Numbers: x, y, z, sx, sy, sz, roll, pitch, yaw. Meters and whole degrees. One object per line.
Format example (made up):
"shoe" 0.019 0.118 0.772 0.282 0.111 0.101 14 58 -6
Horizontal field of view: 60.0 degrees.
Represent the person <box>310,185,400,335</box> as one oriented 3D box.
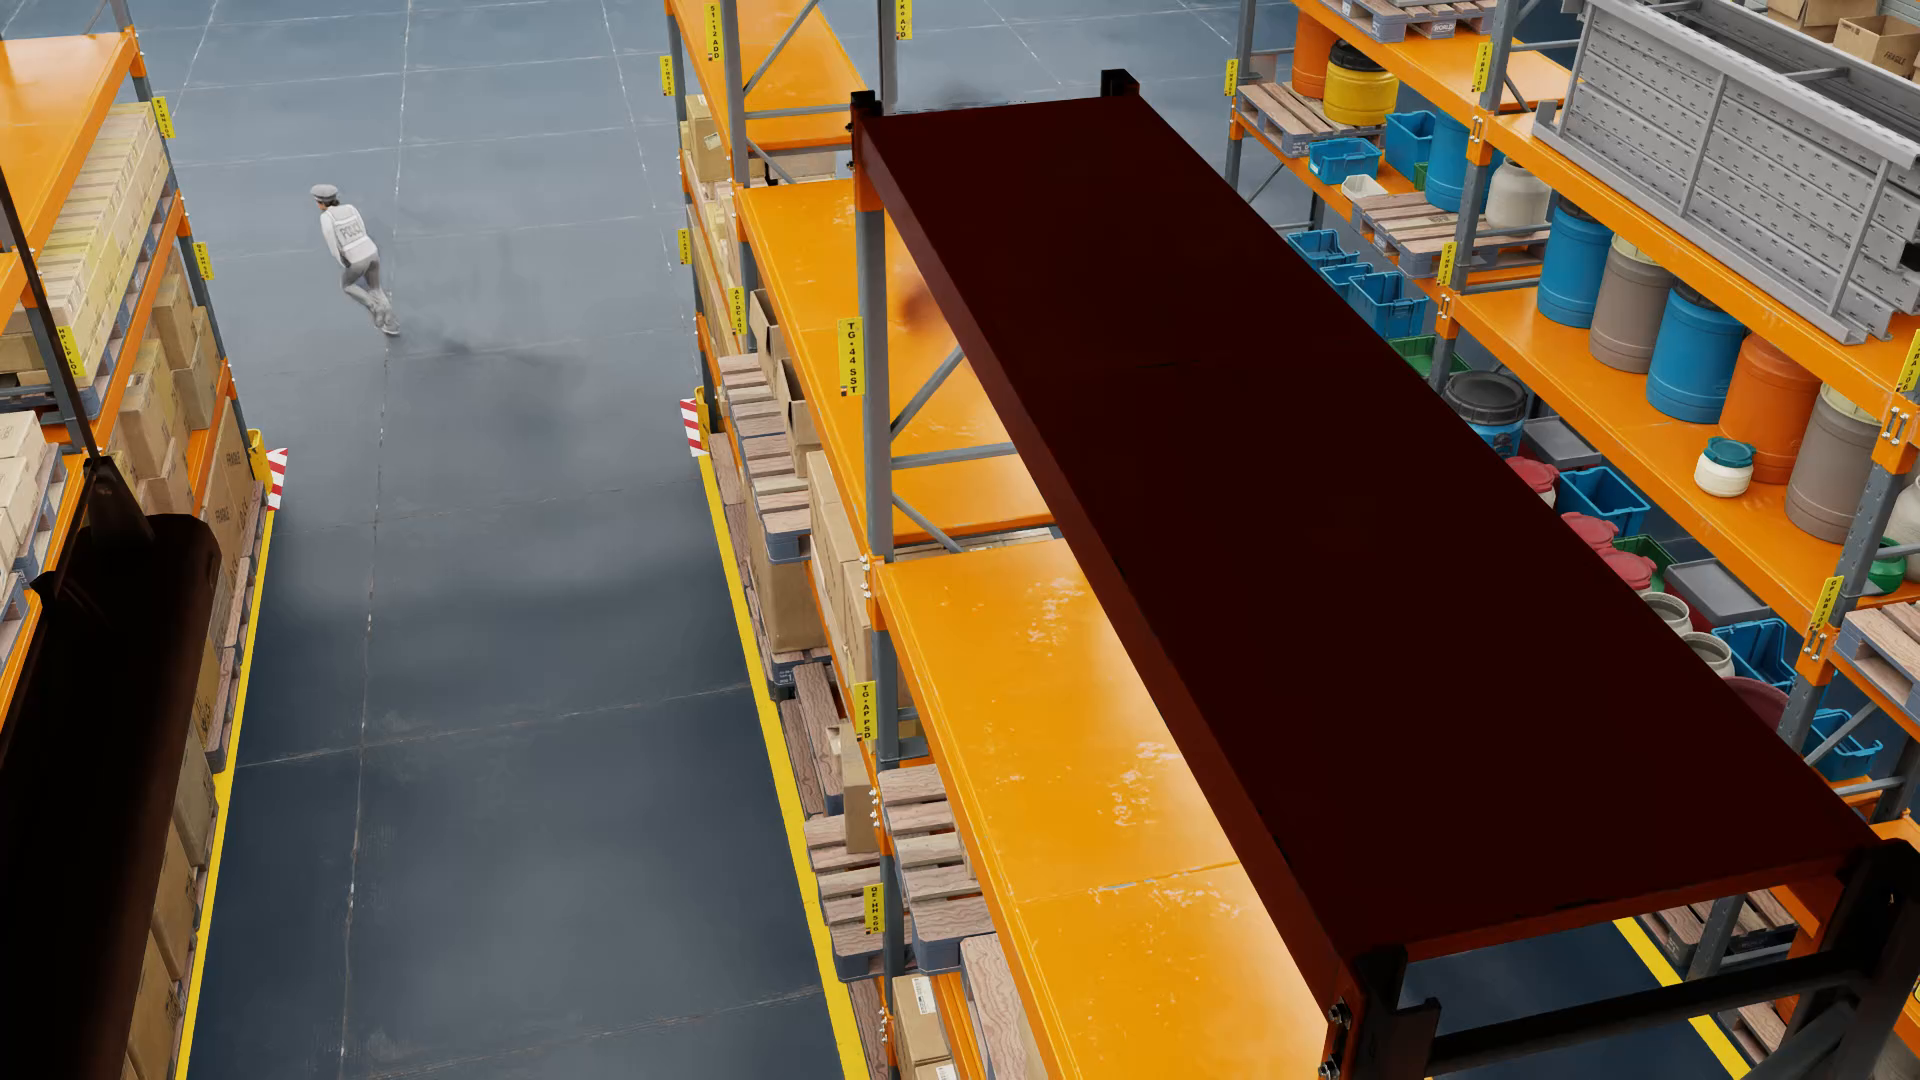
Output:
"person" -6.172 -2.806 16.860 0.841 1.500 0.644 17 38 23
